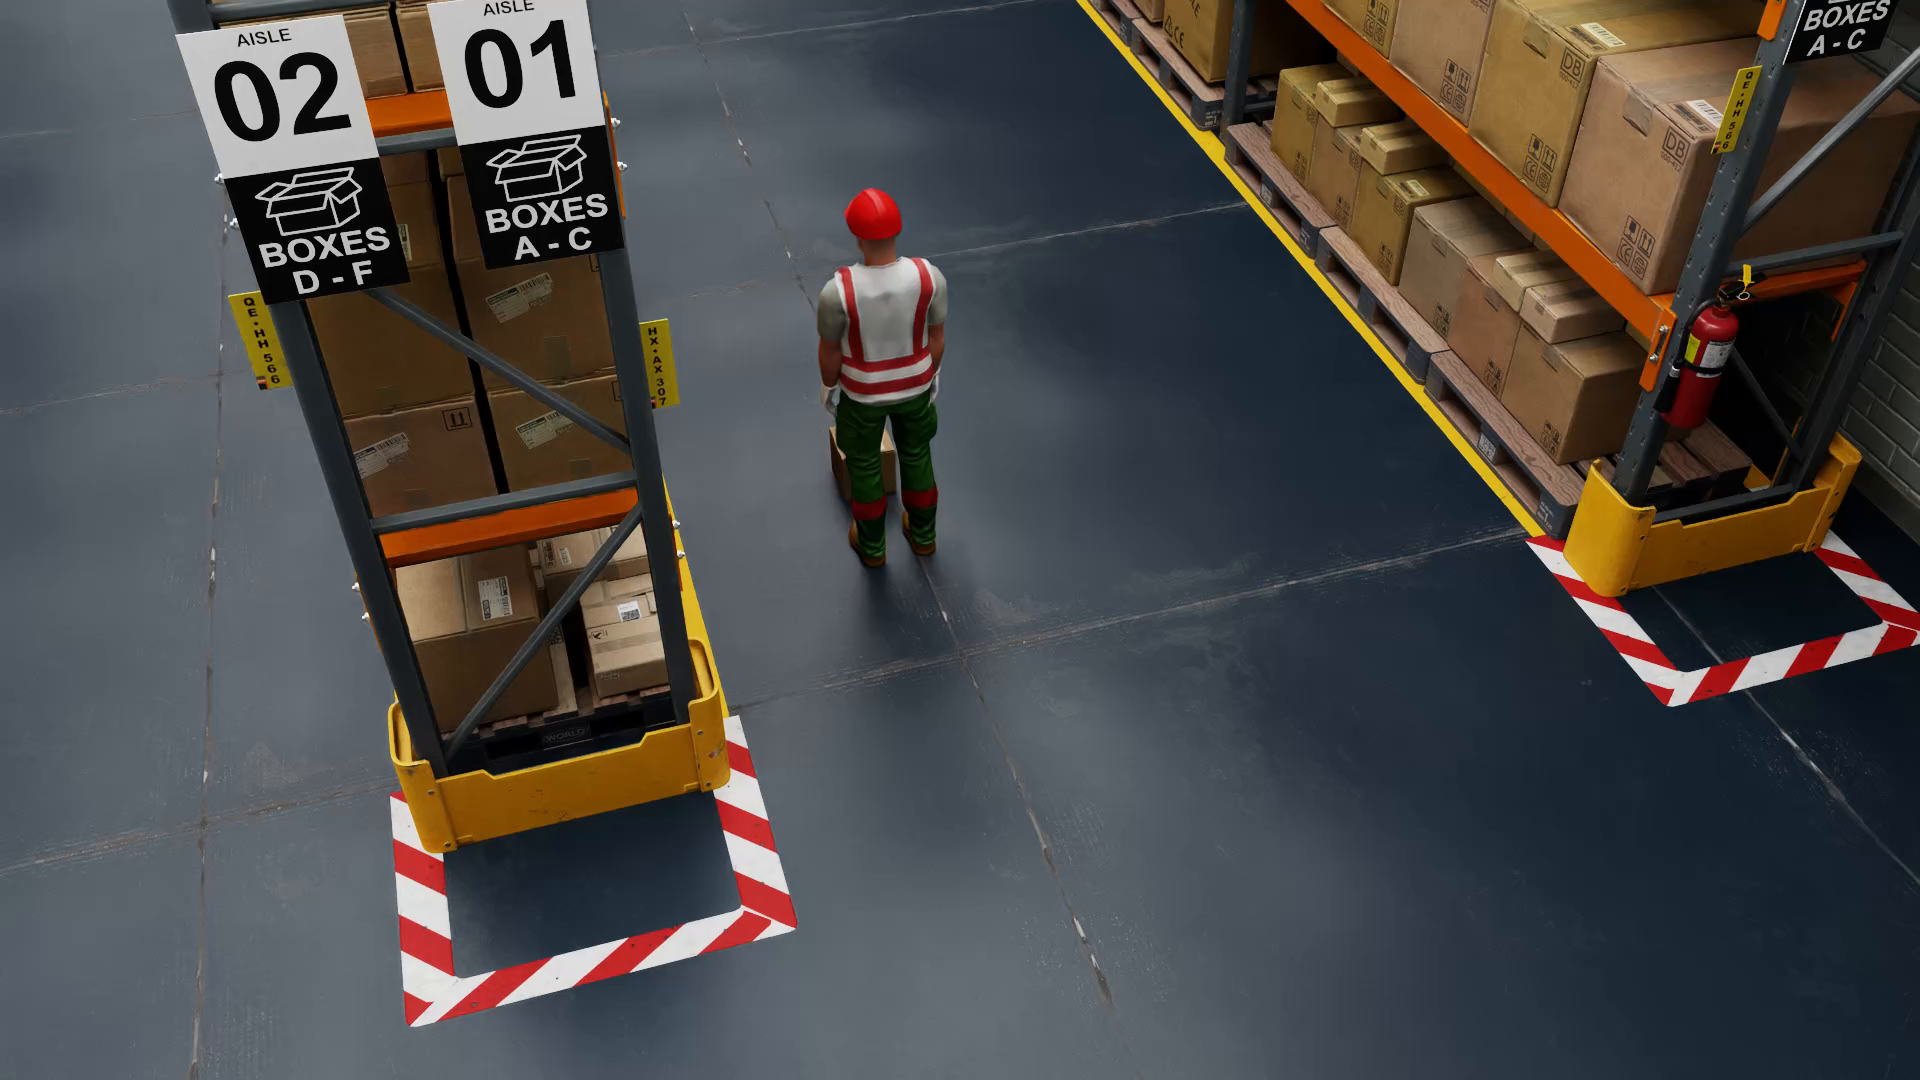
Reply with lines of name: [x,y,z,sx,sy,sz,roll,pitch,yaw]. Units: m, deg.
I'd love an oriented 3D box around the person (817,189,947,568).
person: [-0.320,-0.642,6.864,0.527,1.780,0.348,-11,43,-12]
